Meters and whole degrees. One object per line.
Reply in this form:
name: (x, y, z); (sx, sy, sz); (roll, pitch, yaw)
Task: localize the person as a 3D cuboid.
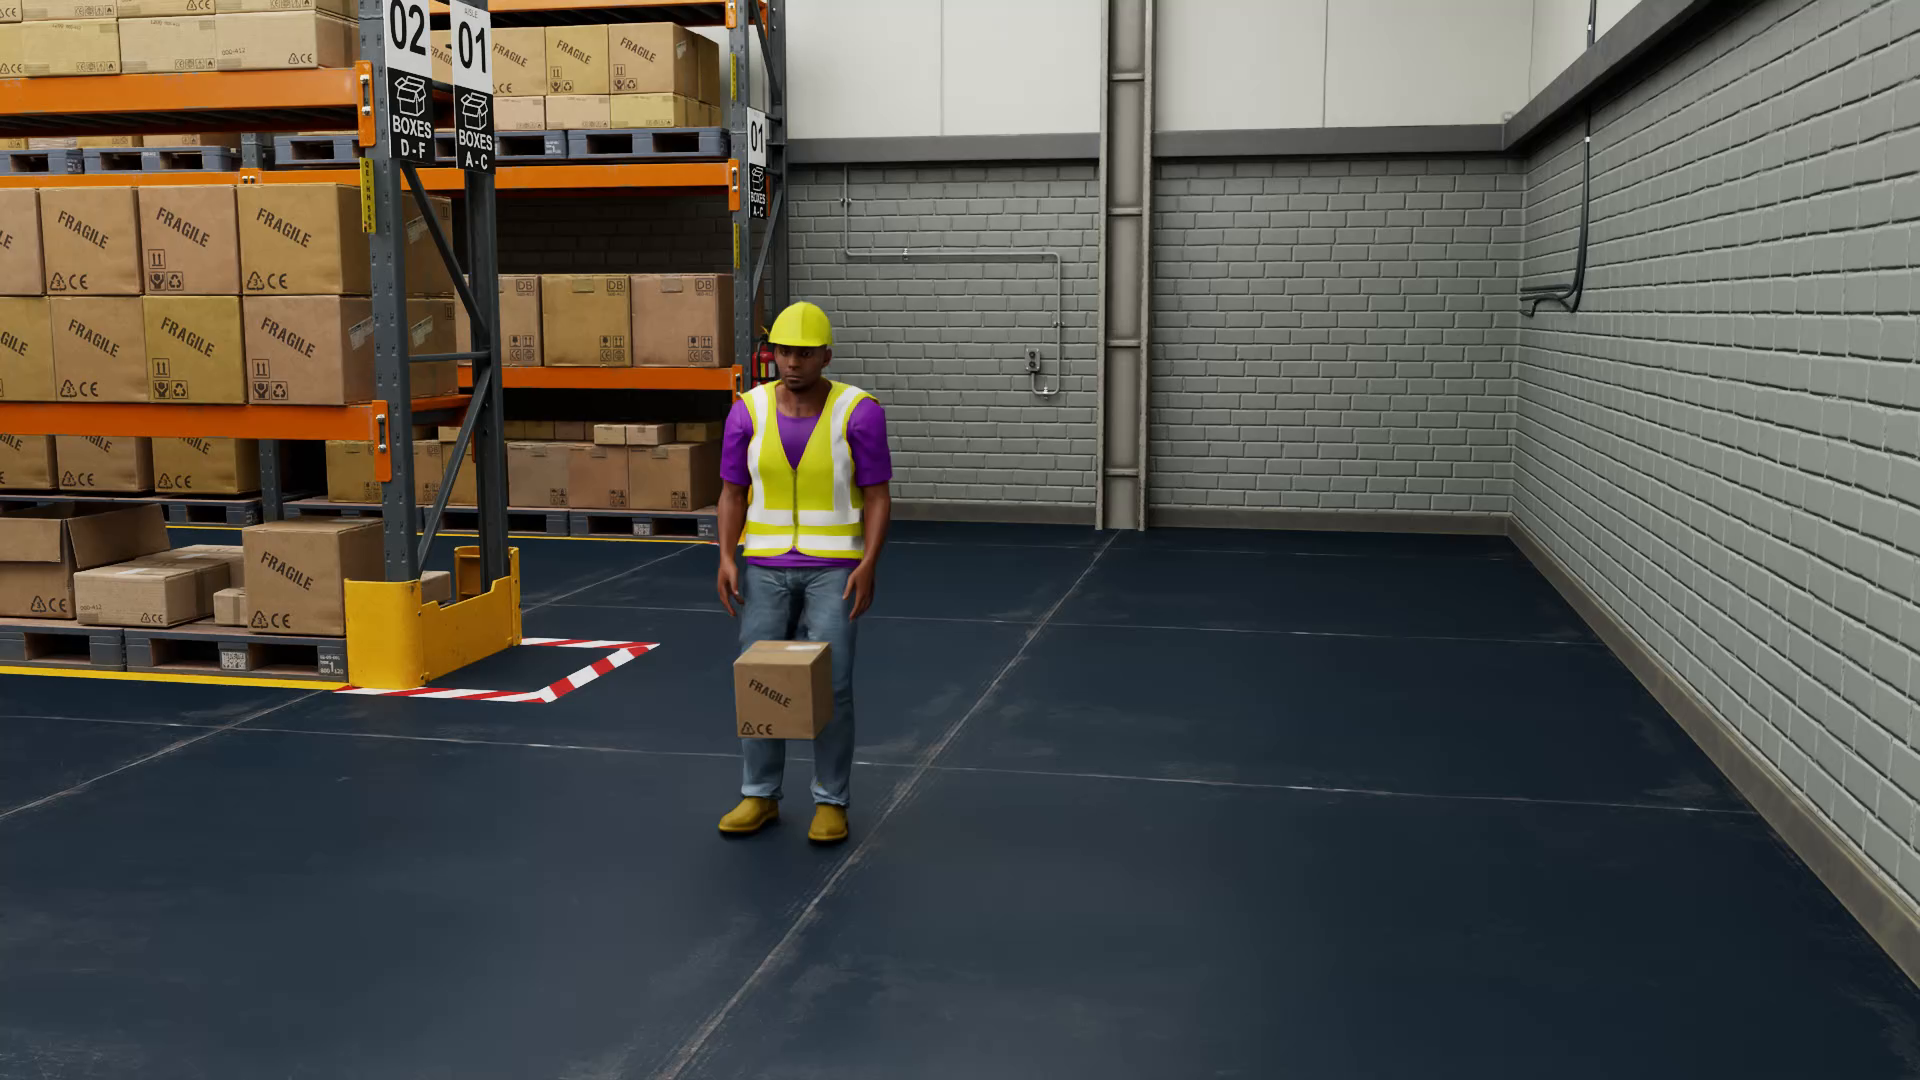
person: (-0.522, 0.099, 5.521); (0.589, 1.765, 0.457); (1, 8, 10)
